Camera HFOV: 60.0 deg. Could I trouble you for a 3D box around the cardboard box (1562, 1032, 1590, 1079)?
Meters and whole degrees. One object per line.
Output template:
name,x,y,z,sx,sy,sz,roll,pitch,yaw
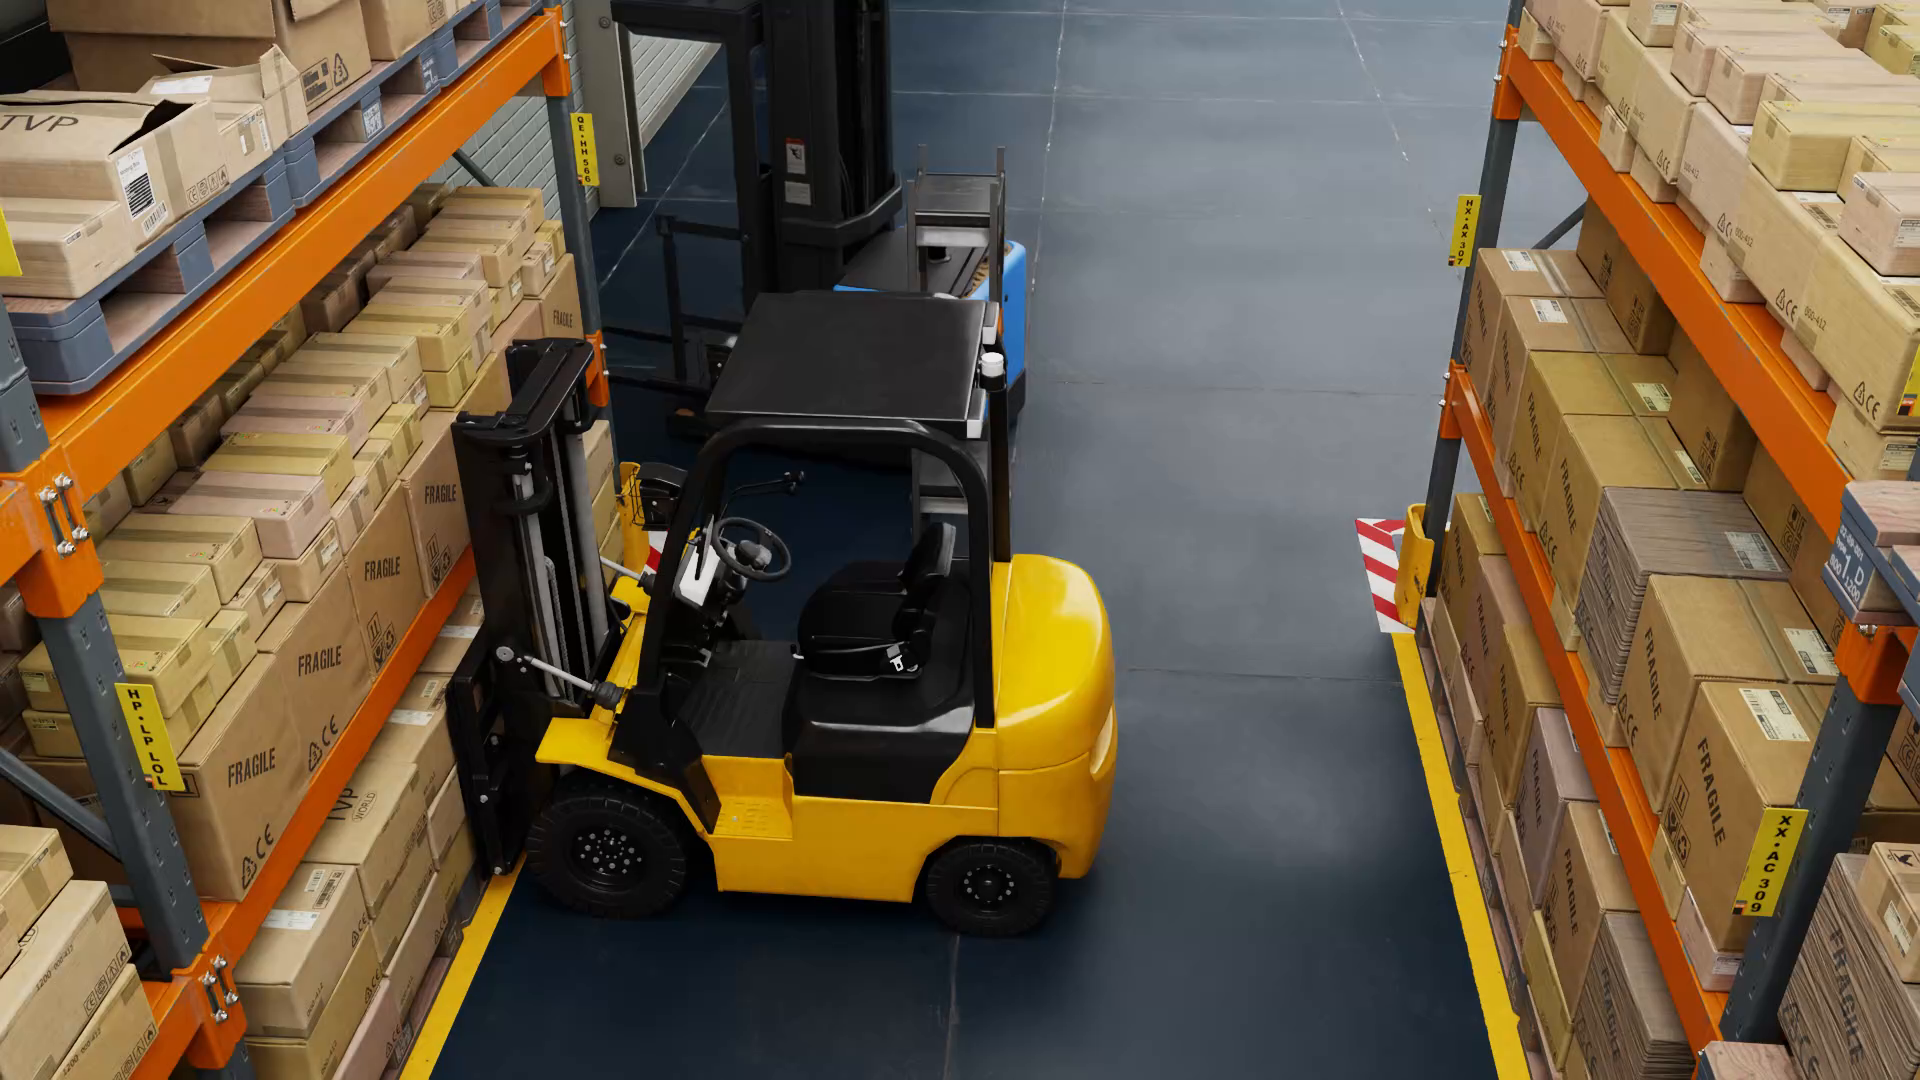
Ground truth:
cardboard box,2.199,1.808,5.178,0.500,0.250,0.500,4,32,6

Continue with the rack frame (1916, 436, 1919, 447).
rack frame,2.419,-1.418,2.473,1.000,3.000,0.127,2,32,4

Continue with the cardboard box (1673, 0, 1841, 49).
cardboard box,2.357,-1.493,4.934,0.380,0.149,0.250,3,32,5

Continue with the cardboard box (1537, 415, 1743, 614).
cardboard box,2.317,-0.085,5.650,0.500,0.500,0.500,2,32,3

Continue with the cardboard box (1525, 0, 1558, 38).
cardboard box,2.438,-2.043,6.207,0.500,0.250,0.500,2,32,3

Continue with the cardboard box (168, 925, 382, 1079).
cardboard box,-2.182,1.466,5.257,0.500,0.250,0.500,2,32,4

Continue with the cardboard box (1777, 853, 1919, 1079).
cardboard box,2.095,1.021,3.454,0.500,0.500,0.500,3,32,5

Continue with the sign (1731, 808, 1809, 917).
sign,1.877,0.749,3.851,0.100,0.325,0.005,2,32,4

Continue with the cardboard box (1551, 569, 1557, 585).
cardboard box,2.335,0.133,5.914,0.380,0.149,0.250,2,32,3

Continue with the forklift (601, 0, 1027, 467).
forklift,-1.180,-2.058,9.296,3.031,2.935,1.130,11,33,17

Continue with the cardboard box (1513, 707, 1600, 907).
cardboard box,2.279,0.955,5.847,0.500,0.500,0.500,4,32,7

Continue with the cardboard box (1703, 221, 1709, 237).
cardboard box,2.344,-0.881,4.701,0.380,0.149,0.250,3,32,5

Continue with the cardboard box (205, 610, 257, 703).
cardboard box,-2.221,0.317,4.663,0.380,0.149,0.250,3,32,5

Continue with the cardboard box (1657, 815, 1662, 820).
cardboard box,2.253,0.799,4.835,0.380,0.149,0.250,3,32,4

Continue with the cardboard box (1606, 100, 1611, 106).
cardboard box,2.392,-1.418,5.572,0.380,0.149,0.250,2,32,2

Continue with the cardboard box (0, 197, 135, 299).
cardboard box,-2.190,-0.687,3.890,0.380,0.149,0.250,3,32,5

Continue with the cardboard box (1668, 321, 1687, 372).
cardboard box,2.933,-0.738,5.757,0.700,0.500,0.500,2,32,3

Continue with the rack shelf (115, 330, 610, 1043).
rack shelf,-2.366,0.187,6.273,1.077,0.370,4.000,2,32,4

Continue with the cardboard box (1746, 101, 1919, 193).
cardboard box,2.172,-0.961,4.070,0.380,0.149,0.250,3,32,5

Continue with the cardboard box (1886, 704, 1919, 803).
cardboard box,2.671,0.321,4.039,0.700,0.500,0.500,2,32,3

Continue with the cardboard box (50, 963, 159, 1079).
cardboard box,-2.309,1.265,3.981,0.500,0.250,0.500,3,32,5

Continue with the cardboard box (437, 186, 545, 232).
cardboard box,-2.022,-1.414,7.189,0.380,0.149,0.250,3,32,4

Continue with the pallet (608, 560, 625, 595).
pallet,-2.224,0.424,7.861,1.003,0.211,1.213,2,32,4

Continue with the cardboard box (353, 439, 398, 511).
cardboard box,-2.108,-0.216,5.528,0.380,0.149,0.250,1,32,2

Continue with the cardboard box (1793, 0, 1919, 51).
cardboard box,2.803,-1.614,5.130,0.380,0.149,0.250,2,32,3

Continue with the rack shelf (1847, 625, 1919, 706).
rack shelf,2.256,1.212,1.752,1.077,0.370,4.000,2,32,4

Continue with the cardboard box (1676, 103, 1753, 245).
cardboard box,2.282,-0.976,4.475,0.500,0.250,0.500,2,32,3

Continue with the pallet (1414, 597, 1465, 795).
pallet,2.637,0.695,7.421,1.003,0.211,1.213,2,32,4

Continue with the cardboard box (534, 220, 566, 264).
cardboard box,-1.952,-1.291,7.272,0.380,0.149,0.250,3,32,5

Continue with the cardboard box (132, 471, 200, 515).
cardboard box,-2.647,-0.105,5.348,0.380,0.149,0.250,3,32,6

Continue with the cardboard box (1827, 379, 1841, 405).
cardboard box,2.249,-0.340,3.823,0.380,0.149,0.250,3,32,5

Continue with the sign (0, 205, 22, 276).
sign,-1.987,-0.687,3.353,0.100,0.325,0.005,2,32,4

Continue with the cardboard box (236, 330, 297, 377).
cardboard box,-2.598,-0.637,5.927,0.380,0.149,0.250,3,32,4

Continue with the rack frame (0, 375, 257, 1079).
rack frame,-2.529,0.926,4.388,1.000,3.000,0.127,2,32,4

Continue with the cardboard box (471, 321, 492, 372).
cardboard box,-2.032,-0.752,6.397,0.380,0.149,0.250,1,32,2

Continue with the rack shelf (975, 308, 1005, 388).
rack shelf,-0.013,-0.796,8.066,0.431,0.518,0.480,2,32,4

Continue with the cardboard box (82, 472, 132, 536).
cardboard box,-2.776,-0.101,5.057,0.380,0.149,0.250,2,32,3

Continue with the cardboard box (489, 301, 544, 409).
cardboard box,-2.033,-0.668,6.880,0.500,0.500,0.500,3,32,6

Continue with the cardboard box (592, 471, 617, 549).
cardboard box,-1.931,-0.118,7.827,0.500,0.250,0.500,2,32,3

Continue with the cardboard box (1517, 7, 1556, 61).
cardboard box,2.394,-1.966,6.461,0.380,0.149,0.250,2,32,4

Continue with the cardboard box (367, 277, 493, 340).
cardboard box,-2.011,-0.878,6.319,0.380,0.149,0.250,3,32,5

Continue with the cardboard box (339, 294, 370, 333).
cardboard box,-2.556,-0.916,6.664,0.380,0.149,0.250,1,32,2

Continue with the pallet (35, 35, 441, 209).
pallet,-2.383,-1.396,5.382,1.003,0.211,1.213,2,32,4

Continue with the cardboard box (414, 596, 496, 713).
cardboard box,-2.046,0.451,6.426,0.500,0.250,0.500,2,32,3

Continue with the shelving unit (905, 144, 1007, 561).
shelving unit,-0.013,-0.807,8.059,0.431,2.100,0.503,2,32,4

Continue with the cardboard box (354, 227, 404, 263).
cardboard box,-2.506,-1.170,6.792,0.380,0.149,0.250,3,32,5

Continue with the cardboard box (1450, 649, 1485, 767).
cardboard box,2.354,0.713,6.954,0.500,0.250,0.500,4,32,6

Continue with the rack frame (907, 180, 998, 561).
rack frame,-0.033,-0.680,7.852,0.400,2.100,0.015,2,32,4

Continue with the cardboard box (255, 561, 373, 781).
cardboard box,-2.207,0.390,5.163,0.500,0.500,0.500,3,32,5

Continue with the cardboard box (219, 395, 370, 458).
cardboard box,-2.181,-0.350,5.462,0.380,0.149,0.250,2,32,4

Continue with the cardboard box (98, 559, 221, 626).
cardboard box,-2.294,0.186,4.593,0.380,0.149,0.250,3,32,5

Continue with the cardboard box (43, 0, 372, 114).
cardboard box,-2.265,-1.630,5.083,0.797,0.503,0.637,3,32,6

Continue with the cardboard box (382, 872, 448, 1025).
cardboard box,-2.134,1.413,5.818,0.500,0.250,0.500,2,32,3
